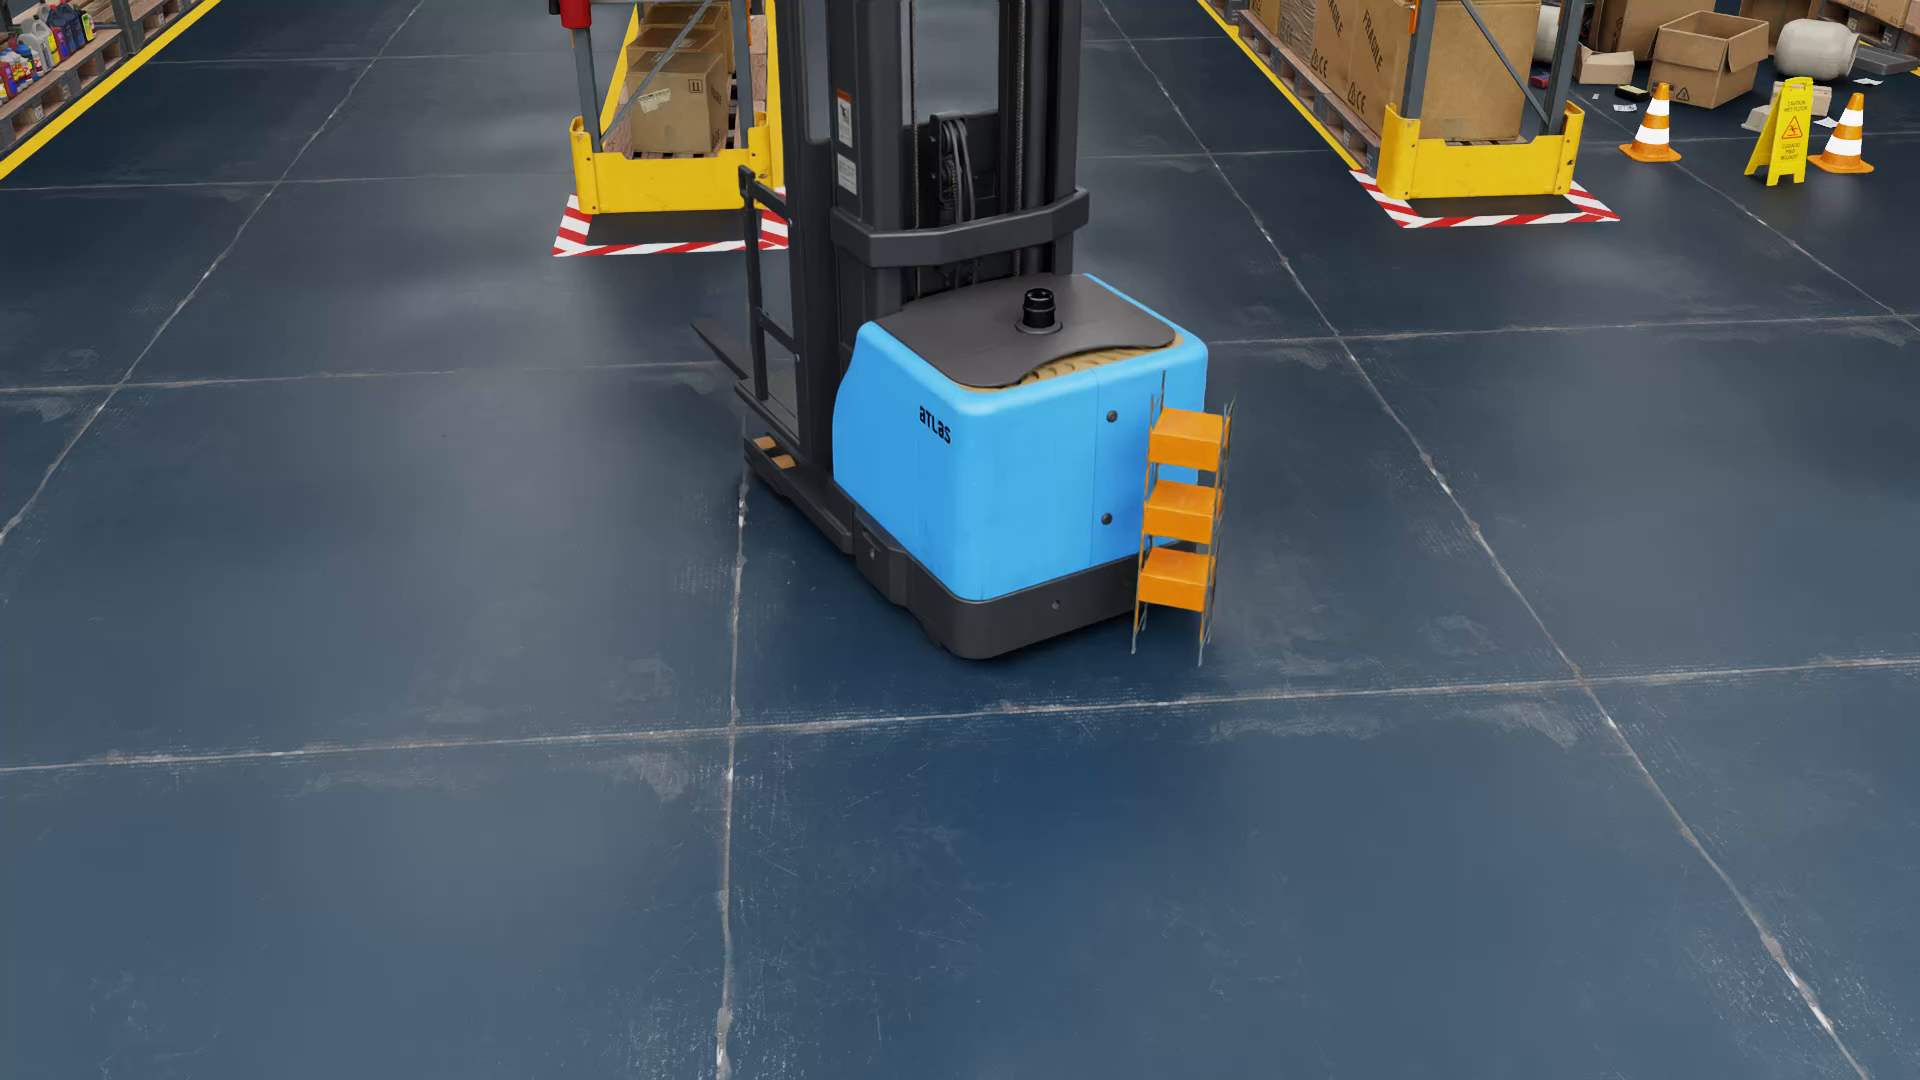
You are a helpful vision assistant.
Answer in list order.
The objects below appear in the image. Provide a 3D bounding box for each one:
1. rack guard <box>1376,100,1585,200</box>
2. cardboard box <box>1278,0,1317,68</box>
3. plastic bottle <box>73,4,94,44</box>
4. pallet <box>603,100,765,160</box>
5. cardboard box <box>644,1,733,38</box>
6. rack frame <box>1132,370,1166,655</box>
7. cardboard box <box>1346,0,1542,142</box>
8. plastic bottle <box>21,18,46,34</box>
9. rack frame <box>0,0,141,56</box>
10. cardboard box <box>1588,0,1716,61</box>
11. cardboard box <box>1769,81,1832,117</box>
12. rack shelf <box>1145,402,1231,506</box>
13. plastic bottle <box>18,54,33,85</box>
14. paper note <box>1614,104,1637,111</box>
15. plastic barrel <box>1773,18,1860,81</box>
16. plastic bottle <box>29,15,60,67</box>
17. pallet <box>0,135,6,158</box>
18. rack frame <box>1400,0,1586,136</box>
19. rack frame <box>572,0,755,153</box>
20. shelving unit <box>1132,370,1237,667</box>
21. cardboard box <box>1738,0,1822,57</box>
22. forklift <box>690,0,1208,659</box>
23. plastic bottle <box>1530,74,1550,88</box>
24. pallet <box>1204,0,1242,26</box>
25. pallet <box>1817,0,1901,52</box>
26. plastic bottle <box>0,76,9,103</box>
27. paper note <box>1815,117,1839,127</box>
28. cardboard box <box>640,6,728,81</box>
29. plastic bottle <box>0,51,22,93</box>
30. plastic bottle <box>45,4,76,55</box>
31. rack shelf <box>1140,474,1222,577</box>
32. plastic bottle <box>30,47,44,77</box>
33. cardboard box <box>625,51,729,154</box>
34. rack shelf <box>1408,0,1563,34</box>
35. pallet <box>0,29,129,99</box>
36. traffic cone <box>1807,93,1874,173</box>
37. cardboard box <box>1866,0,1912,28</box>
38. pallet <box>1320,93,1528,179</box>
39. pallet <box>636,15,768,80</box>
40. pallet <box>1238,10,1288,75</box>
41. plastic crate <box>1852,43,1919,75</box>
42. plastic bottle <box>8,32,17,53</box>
[{"bbox_3d":[3.220,-2.430,10.331,1.175,0.500,0.348,-3,31,-5],"label":"rack guard"},{"bbox_3d":[2.921,-4.041,12.253,0.875,0.875,0.875,-3,31,-4],"label":"cardboard box"},{"bbox_3d":[-6.662,-3.927,12.620,0.061,0.283,0.133,-1,31,-2],"label":"plastic bottle"},{"bbox_3d":[-1.778,-2.588,10.876,1.003,0.211,1.213,-3,31,-5],"label":"pallet"},{"bbox_3d":[-2.045,-3.981,12.517,0.500,0.500,0.500,7,32,11],"label":"cardboard box"},{"bbox_3d":[0.663,-0.081,5.858,0.008,1.050,0.200,10,32,15],"label":"rack frame"},{"bbox_3d":[3.089,-3.127,10.722,0.875,0.875,0.875,-3,31,-4],"label":"cardboard box"},{"bbox_3d":[-6.815,-3.721,12.282,0.152,0.276,0.135,-3,31,-5],"label":"plastic bottle"},{"bbox_3d":[-7.035,-5.134,12.421,1.000,3.000,0.127,-3,31,-5],"label":"rack frame"},{"bbox_3d":[5.356,-4.043,12.896,0.797,0.637,0.503,-3,31,-5],"label":"cardboard box"},{"bbox_3d":[6.003,-3.153,11.883,0.380,0.149,0.250,13,33,21],"label":"cardboard box"},{"bbox_3d":[0.782,-0.295,5.685,0.240,0.259,0.215,10,32,15],"label":"rack shelf"},{"bbox_3d":[-6.571,-3.297,11.645,0.097,0.201,0.097,0,31,0],"label":"plastic bottle"},{"bbox_3d":[4.765,-3.101,11.913,0.144,0.017,0.142,8,32,13],"label":"paper note"},{"bbox_3d":[6.436,-3.680,12.499,0.512,0.421,0.421,20,36,29],"label":"plastic barrel"},{"bbox_3d":[-6.640,-3.608,12.020,0.144,0.351,0.185,-3,31,-5],"label":"plastic bottle"},{"bbox_3d":[-6.786,-2.347,10.473,1.003,0.211,1.213,-3,31,-5],"label":"pallet"},{"bbox_3d":[3.218,-3.516,9.711,1.000,3.000,0.127,-3,31,-5],"label":"rack frame"},{"bbox_3d":[-1.730,-3.330,9.399,1.000,3.000,0.127,-3,31,-5],"label":"rack frame"},{"bbox_3d":[0.779,-0.061,5.826,0.252,1.050,0.215,10,32,15],"label":"shelving unit"},{"bbox_3d":[6.508,-4.162,13.228,0.500,0.500,0.500,20,36,29],"label":"cardboard box"},{"bbox_3d":[-0.278,-1.559,6.503,1.130,2.935,3.031,-16,35,-25],"label":"forklift"},{"bbox_3d":[4.429,-3.445,12.458,0.283,0.061,0.133,-14,33,-22],"label":"plastic bottle"},{"bbox_3d":[2.697,-4.751,14.498,1.003,0.211,1.213,-3,31,-5],"label":"pallet"},{"bbox_3d":[7.861,-4.308,13.757,1.003,0.211,1.213,-3,31,-5],"label":"pallet"},{"bbox_3d":[-6.530,-3.073,11.270,0.097,0.201,0.097,0,31,0],"label":"plastic bottle"},{"bbox_3d":[6.066,-2.917,11.604,0.148,0.019,0.142,-14,33,-22],"label":"paper note"},{"bbox_3d":[-1.901,-3.380,11.512,0.500,0.500,0.500,0,31,0],"label":"cardboard box"},{"bbox_3d":[-6.553,-3.225,11.456,0.097,0.271,0.097,0,31,0],"label":"plastic bottle"},{"bbox_3d":[-6.670,-3.773,12.296,0.144,0.351,0.185,-4,31,-7],"label":"plastic bottle"},{"bbox_3d":[0.779,-0.052,5.832,0.240,0.259,0.215,10,32,15],"label":"rack shelf"},{"bbox_3d":[-6.590,-3.402,11.820,0.097,0.201,0.097,0,31,0],"label":"plastic bottle"},{"bbox_3d":[-1.772,-2.756,10.468,0.500,0.500,0.500,3,31,5],"label":"cardboard box"},{"bbox_3d":[3.031,-4.228,11.605,1.077,0.370,4.000,-3,31,-5],"label":"rack shelf"},{"bbox_3d":[-7.014,-3.592,12.559,1.003,0.211,1.213,-3,31,-5],"label":"pallet"},{"bbox_3d":[5.739,-2.646,10.729,0.336,0.463,0.334,-3,31,-5],"label":"traffic cone"},{"bbox_3d":[7.610,-4.260,13.229,0.500,0.250,0.500,-1,31,-2],"label":"cardboard box"},{"bbox_3d":[3.065,-2.723,11.103,1.003,0.211,1.213,-3,31,-5],"label":"pallet"},{"bbox_3d":[-2.006,-3.833,12.962,1.003,0.211,1.213,-3,31,-5],"label":"pallet"},{"bbox_3d":[2.837,-3.969,13.188,1.003,0.211,1.213,-3,31,-5],"label":"pallet"},{"bbox_3d":[7.093,-3.752,12.954,0.402,0.080,0.583,-14,33,-22],"label":"plastic crate"},{"bbox_3d":[-6.735,-3.491,11.889,0.061,0.283,0.133,-3,31,-5],"label":"plastic bottle"}]
